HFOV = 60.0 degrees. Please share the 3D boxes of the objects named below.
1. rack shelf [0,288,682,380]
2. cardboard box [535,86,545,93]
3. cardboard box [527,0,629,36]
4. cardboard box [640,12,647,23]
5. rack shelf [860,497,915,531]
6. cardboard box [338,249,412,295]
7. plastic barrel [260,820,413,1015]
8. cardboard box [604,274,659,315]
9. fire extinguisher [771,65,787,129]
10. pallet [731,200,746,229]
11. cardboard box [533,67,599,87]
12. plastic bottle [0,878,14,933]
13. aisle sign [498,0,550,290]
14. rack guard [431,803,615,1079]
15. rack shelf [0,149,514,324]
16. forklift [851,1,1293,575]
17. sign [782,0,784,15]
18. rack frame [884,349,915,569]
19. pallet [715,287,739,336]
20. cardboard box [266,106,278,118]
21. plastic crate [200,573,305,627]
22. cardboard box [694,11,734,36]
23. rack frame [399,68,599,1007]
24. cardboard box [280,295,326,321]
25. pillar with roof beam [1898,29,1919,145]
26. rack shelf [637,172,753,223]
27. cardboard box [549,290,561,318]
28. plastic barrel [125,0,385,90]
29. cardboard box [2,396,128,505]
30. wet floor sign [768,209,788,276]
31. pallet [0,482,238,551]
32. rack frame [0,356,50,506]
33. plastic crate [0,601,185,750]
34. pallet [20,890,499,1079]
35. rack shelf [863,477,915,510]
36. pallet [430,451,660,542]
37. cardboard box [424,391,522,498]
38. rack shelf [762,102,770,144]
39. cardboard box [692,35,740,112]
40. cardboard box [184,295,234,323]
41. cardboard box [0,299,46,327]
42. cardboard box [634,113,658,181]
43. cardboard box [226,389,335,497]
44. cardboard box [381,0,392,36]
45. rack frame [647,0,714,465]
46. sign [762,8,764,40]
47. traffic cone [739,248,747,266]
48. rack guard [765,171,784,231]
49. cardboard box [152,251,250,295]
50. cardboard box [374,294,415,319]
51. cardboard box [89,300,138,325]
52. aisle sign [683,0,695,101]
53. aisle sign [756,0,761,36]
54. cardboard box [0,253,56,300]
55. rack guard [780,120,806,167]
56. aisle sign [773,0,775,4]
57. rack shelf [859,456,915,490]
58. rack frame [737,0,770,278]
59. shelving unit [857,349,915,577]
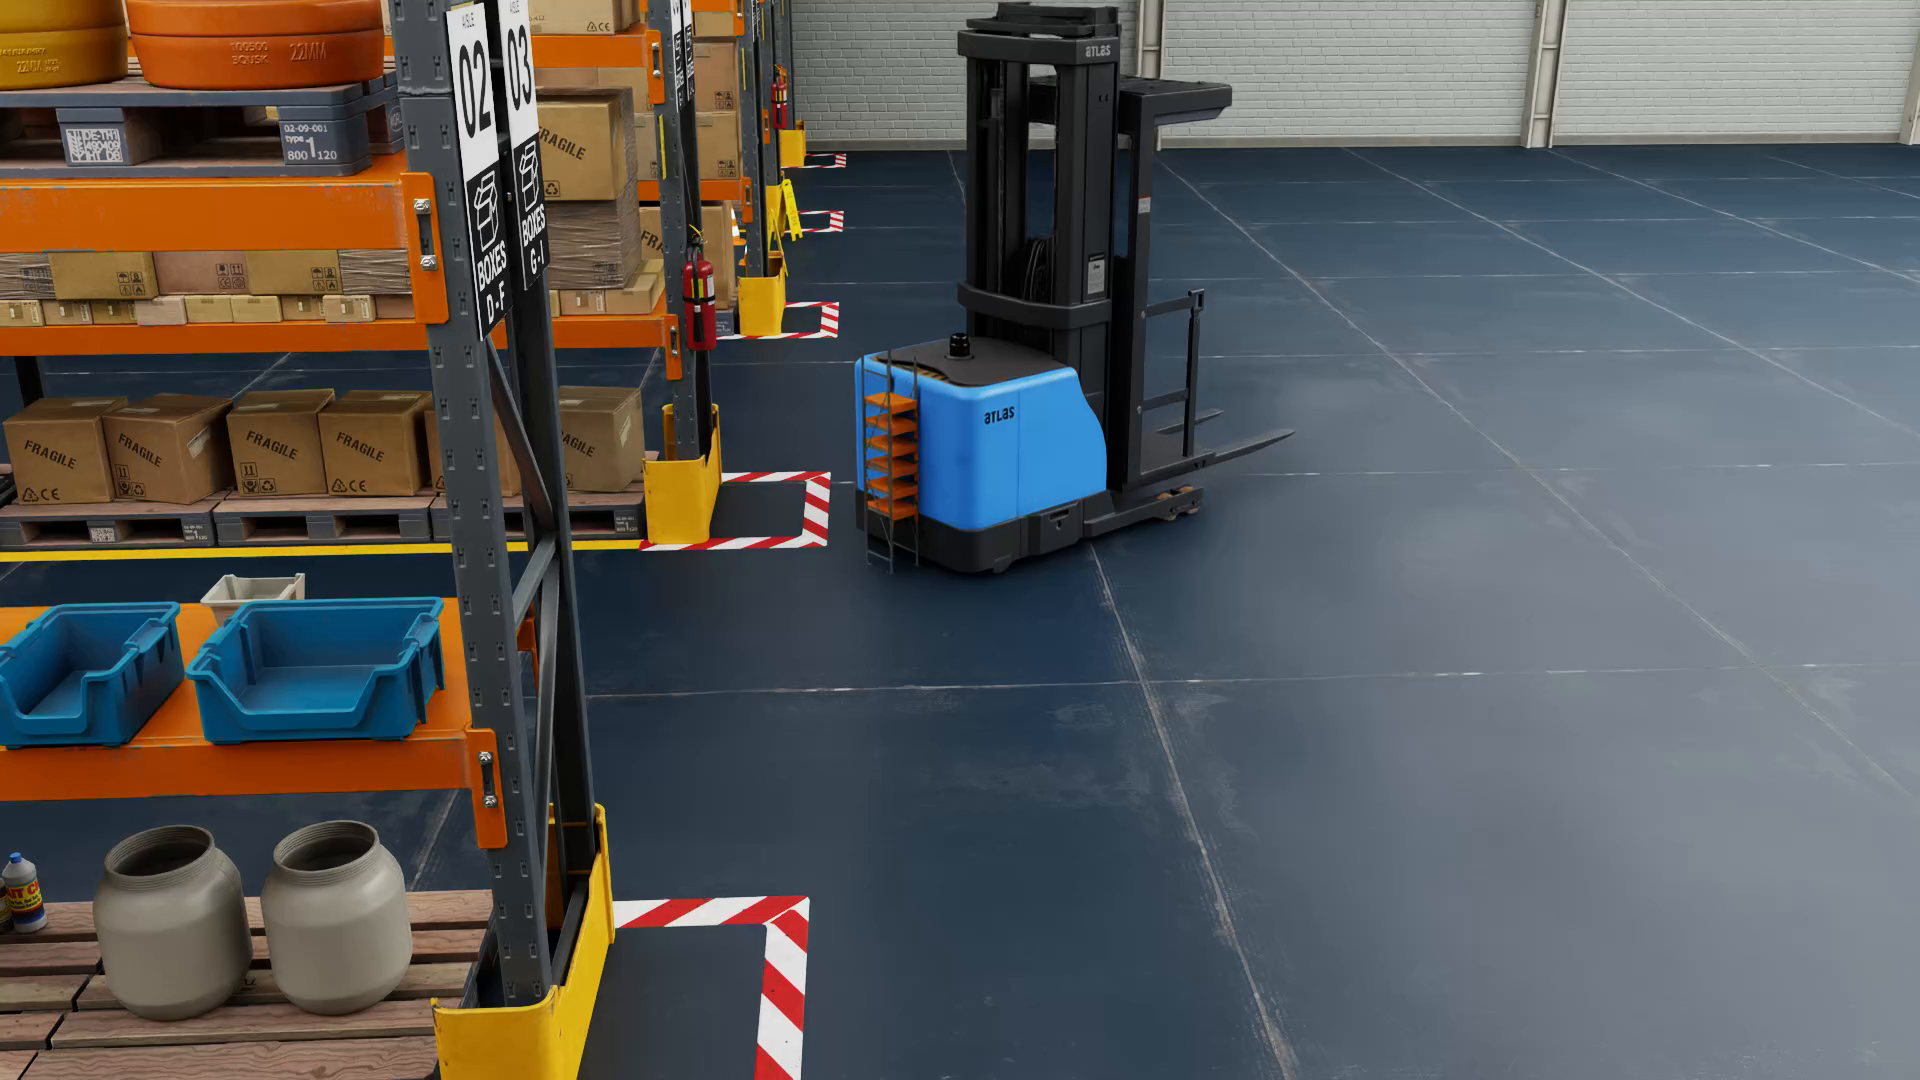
[{"bbox_3d":[-3.579,-1.209,9.592,4.000,0.370,1.077,-1,21,-3],"label":"rack shelf"},{"bbox_3d":[-2.646,-2.317,9.527,0.500,0.500,0.500,-1,21,-3],"label":"cardboard box"},{"bbox_3d":[-2.049,-2.817,8.801,0.500,0.250,0.500,-1,21,-2],"label":"cardboard box"},{"bbox_3d":[-3.654,-5.617,18.194,0.500,0.500,0.700,-1,21,-4],"label":"cardboard box"},{"bbox_3d":[-0.397,-0.148,9.122,0.180,0.103,0.258,-17,27,-38],"label":"rack shelf"},{"bbox_3d":[-3.127,-1.723,9.371,0.500,0.500,0.875,-1,21,-3],"label":"cardboard box"},{"bbox_3d":[-1.952,1.181,5.211,0.421,0.512,0.421,0,21,0],"label":"plastic barrel"},{"bbox_3d":[-1.855,-1.389,9.407,0.250,0.149,0.380,-1,21,-3],"label":"cardboard box"},{"bbox_3d":[-2.007,-4.909,18.407,0.183,0.674,0.296,-1,21,-3],"label":"fire extinguisher"},{"bbox_3d":[-3.037,-3.797,19.299,1.213,0.211,1.003,-1,21,-3],"label":"pallet"},{"bbox_3d":[-3.248,-3.924,13.983,0.550,0.550,0.875,-1,21,-3],"label":"cardboard box"},{"bbox_3d":[-3.231,1.204,5.557,0.097,0.201,0.097,0,21,0],"label":"plastic bottle"},{"bbox_3d":[-1.244,-1.147,4.764,0.004,0.787,0.394,-1,21,-3],"label":"aisle sign"},{"bbox_3d":[-1.373,1.360,5.346,0.348,0.500,1.175,-1,21,-3],"label":"rack guard"},{"bbox_3d":[-3.296,-0.851,4.437,4.000,0.370,1.077,-1,21,-3],"label":"rack shelf"},{"bbox_3d":[0.817,-1.600,9.704,3.031,2.935,1.130,-17,27,-38],"label":"forklift"},{"bbox_3d":[-2.418,-7.328,22.693,0.005,0.325,0.100,-1,21,-3],"label":"sign"},{"bbox_3d":[-0.328,-0.435,9.077,0.006,1.200,0.240,-17,27,-38],"label":"rack frame"},{"bbox_3d":[-2.558,-2.003,14.584,1.213,0.211,1.003,-1,21,-3],"label":"pallet"},{"bbox_3d":[-3.615,-2.111,8.986,0.500,0.500,0.500,-1,21,-3],"label":"cardboard box"},{"bbox_3d":[-2.211,0.201,5.249,0.250,0.136,0.298,-1,21,-3],"label":"plastic crate"},{"bbox_3d":[-2.645,-5.671,18.337,0.500,0.500,0.700,-2,21,-4],"label":"cardboard box"},{"bbox_3d":[-1.299,0.174,4.949,0.127,3.000,1.000,-1,21,-3],"label":"rack frame"},{"bbox_3d":[-3.600,-1.341,9.281,0.250,0.149,0.380,-1,21,-3],"label":"cardboard box"},{"bbox_3d":[15.035,-8.815,20.128,0.400,9.000,9.100,-1,21,-3],"label":"pillar with roof beam"},{"bbox_3d":[-3.761,-2.973,14.225,4.000,0.370,1.077,-1,21,-3],"label":"rack shelf"},{"bbox_3d":[-2.351,-1.361,9.333,0.250,0.149,0.380,-1,21,-3],"label":"cardboard box"},{"bbox_3d":[-1.777,-1.570,4.120,0.708,0.830,0.600,-1,21,-3],"label":"plastic barrel"},{"bbox_3d":[-5.174,-0.527,9.711,0.500,0.500,0.500,-2,21,-5],"label":"cardboard box"},{"bbox_3d":[-1.849,-2.953,16.471,0.232,0.644,0.267,-5,21,-12],"label":"wet floor sign"},{"bbox_3d":[-4.907,-0.228,9.922,1.213,0.211,1.003,-1,21,-3],"label":"pallet"},{"bbox_3d":[-5.576,-1.505,9.357,0.127,3.000,1.000,-1,21,-3],"label":"rack frame"},{"bbox_3d":[-2.431,0.371,4.640,0.408,0.251,0.499,-1,21,-3],"label":"plastic crate"},{"bbox_3d":[-2.184,1.510,5.359,1.213,0.211,1.003,-1,21,-3],"label":"pallet"},{"bbox_3d":[-0.397,-0.260,9.079,0.180,0.103,0.258,-17,27,-38],"label":"rack shelf"},{"bbox_3d":[-2.471,-0.277,10.052,1.213,0.211,1.003,-1,21,-3],"label":"pallet"},{"bbox_3d":[-2.801,-0.583,9.859,0.500,0.500,0.500,4,21,11],"label":"cardboard box"},{"bbox_3d":[-4.145,-4.729,18.838,4.000,0.370,1.077,-1,21,-3],"label":"rack shelf"},{"bbox_3d":[-2.137,-3.931,14.001,0.550,0.550,0.875,-1,21,-3],"label":"cardboard box"},{"bbox_3d":[-4.097,-1.319,9.222,0.250,0.149,0.380,-1,21,-3],"label":"cardboard box"},{"bbox_3d":[-5.093,-1.285,9.134,0.250,0.149,0.380,-1,21,-3],"label":"cardboard box"},{"bbox_3d":[-2.680,-3.377,14.065,0.550,0.550,0.875,-1,21,-3],"label":"cardboard box"},{"bbox_3d":[-3.987,-0.581,9.855,0.500,0.500,0.500,-3,21,-8],"label":"cardboard box"},{"bbox_3d":[-3.059,-2.799,8.752,0.500,0.250,0.500,-1,21,-2],"label":"cardboard box"},{"bbox_3d":[-1.582,-1.586,9.570,0.127,3.000,1.000,-1,21,-3],"label":"rack frame"},{"bbox_3d":[-2.136,-5.597,18.036,0.005,0.325,0.100,-1,21,-3],"label":"sign"},{"bbox_3d":[-2.101,-3.066,17.024,0.334,0.463,0.336,-1,21,-3],"label":"traffic cone"},{"bbox_3d":[-2.224,-3.936,19.257,0.348,0.500,1.175,-1,21,-3],"label":"rack guard"},{"bbox_3d":[-4.128,-1.721,9.367,0.500,0.500,0.875,-1,21,-3],"label":"cardboard box"},{"bbox_3d":[-3.102,-1.358,9.325,0.250,0.149,0.380,-1,21,-3],"label":"cardboard box"},{"bbox_3d":[-4.596,-1.308,9.195,0.250,0.149,0.380,-1,21,-3],"label":"cardboard box"},{"bbox_3d":[-1.537,-2.909,9.391,0.004,0.787,0.394,-1,21,-3],"label":"aisle sign"},{"bbox_3d":[-1.711,-4.673,14.025,0.004,0.787,0.394,-1,21,-3],"label":"aisle sign"},{"bbox_3d":[-5.123,-1.677,9.253,0.500,0.500,0.875,-1,21,-3],"label":"cardboard box"},{"bbox_3d":[-2.411,-5.702,23.894,0.348,0.500,1.175,-1,21,-3],"label":"rack guard"},{"bbox_3d":[-2.104,-6.432,18.647,0.004,0.787,0.394,-1,21,-3],"label":"aisle sign"},{"bbox_3d":[-0.397,-0.372,9.037,0.180,0.103,0.258,-17,27,-38],"label":"rack shelf"},{"bbox_3d":[-1.764,-3.350,14.204,0.127,3.000,1.000,-1,21,-3],"label":"rack frame"},{"bbox_3d":[-0.397,-0.414,9.021,0.189,1.200,0.258,-17,27,-38],"label":"shelving unit"}]
